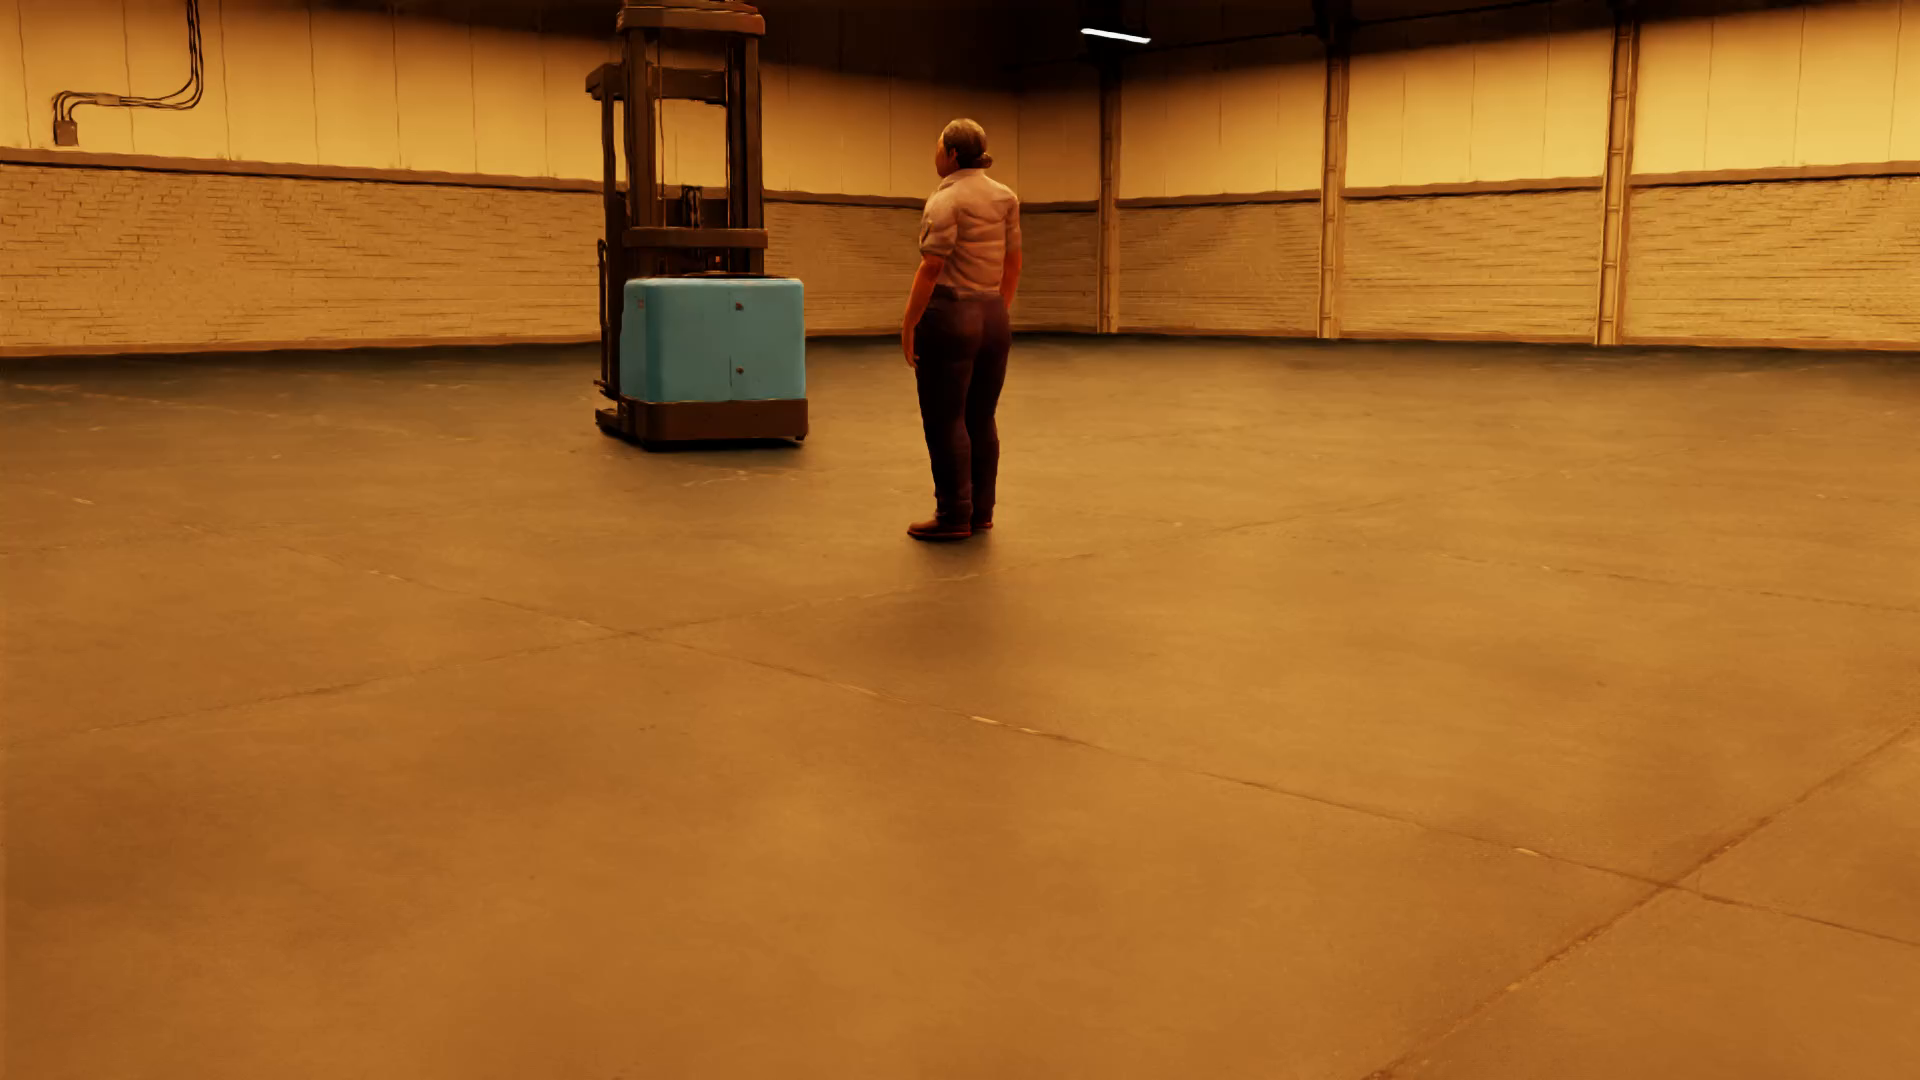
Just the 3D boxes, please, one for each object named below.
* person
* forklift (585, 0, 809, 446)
[{"bbox_3d":[-0.049,-0.833,6.672,0.502,1.650,0.599,8,12,43],"label":"person"},{"bbox_3d":[-1.985,-2.231,11.690,1.130,2.935,3.031,-3,9,-21],"label":"forklift"}]
